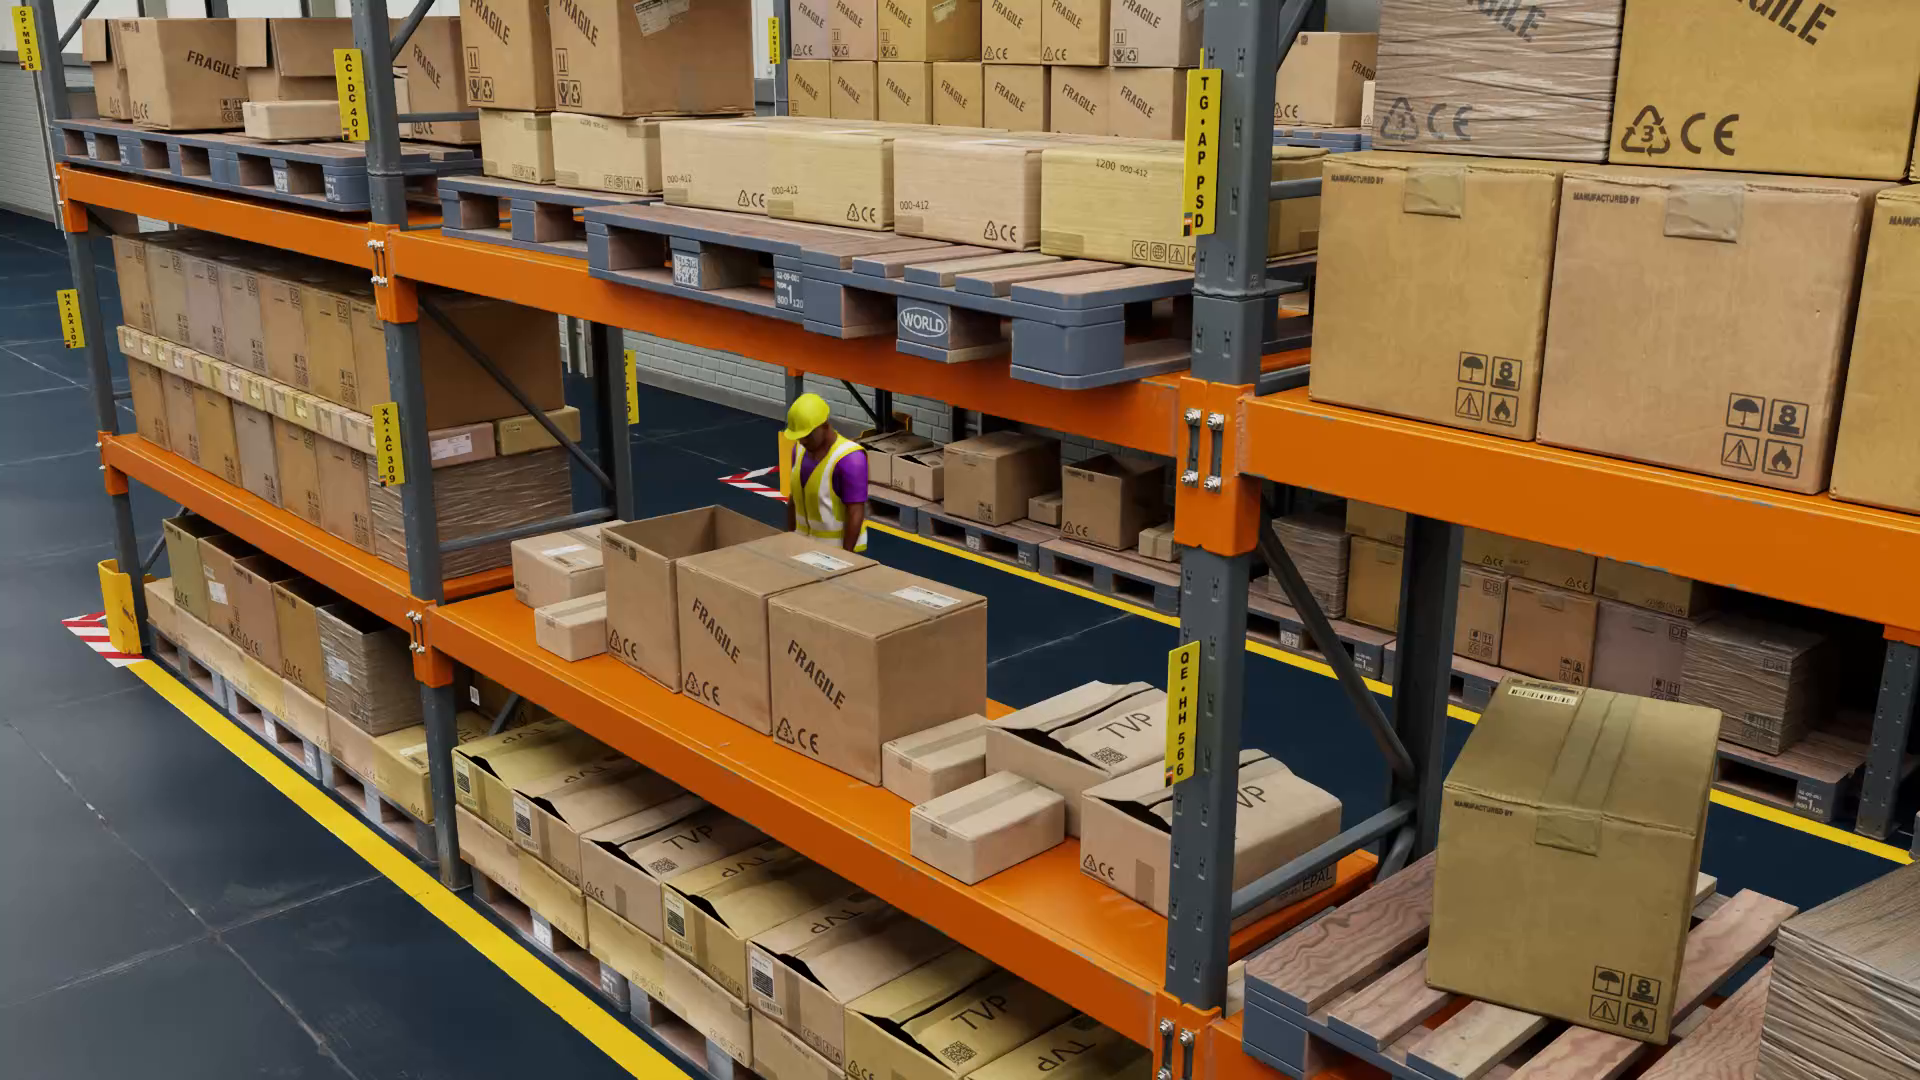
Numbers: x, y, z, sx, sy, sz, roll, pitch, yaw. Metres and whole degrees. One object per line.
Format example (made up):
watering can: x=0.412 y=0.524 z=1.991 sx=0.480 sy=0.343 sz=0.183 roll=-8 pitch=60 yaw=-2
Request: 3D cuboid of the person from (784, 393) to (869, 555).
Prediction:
person: x=-0.730 y=0.052 z=8.910 sx=0.438 sy=1.725 sz=0.588 roll=-15 pitch=23 yaw=-40
